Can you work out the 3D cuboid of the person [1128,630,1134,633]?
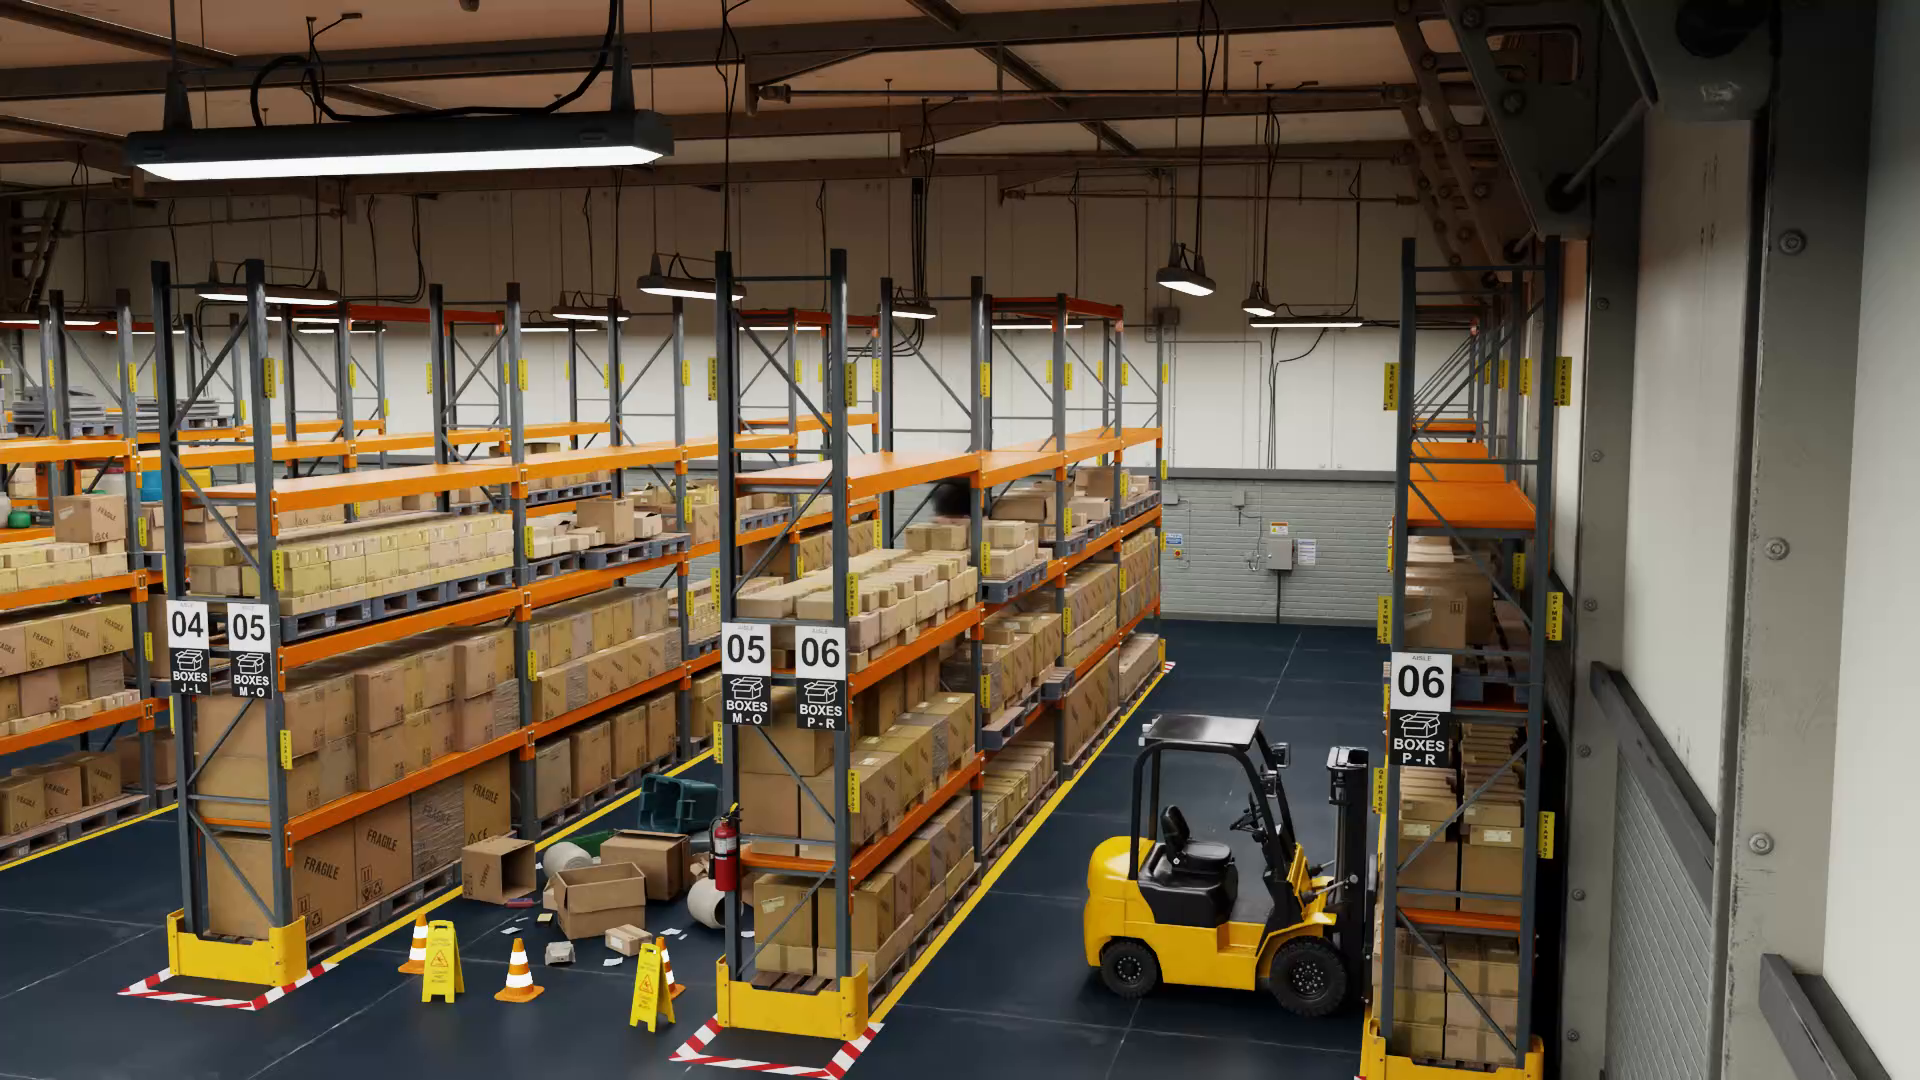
[{"bbox_3d":[2.867,1.178,29.554,0.668,1.780,0.707,4,7,31],"label":"person"}]
